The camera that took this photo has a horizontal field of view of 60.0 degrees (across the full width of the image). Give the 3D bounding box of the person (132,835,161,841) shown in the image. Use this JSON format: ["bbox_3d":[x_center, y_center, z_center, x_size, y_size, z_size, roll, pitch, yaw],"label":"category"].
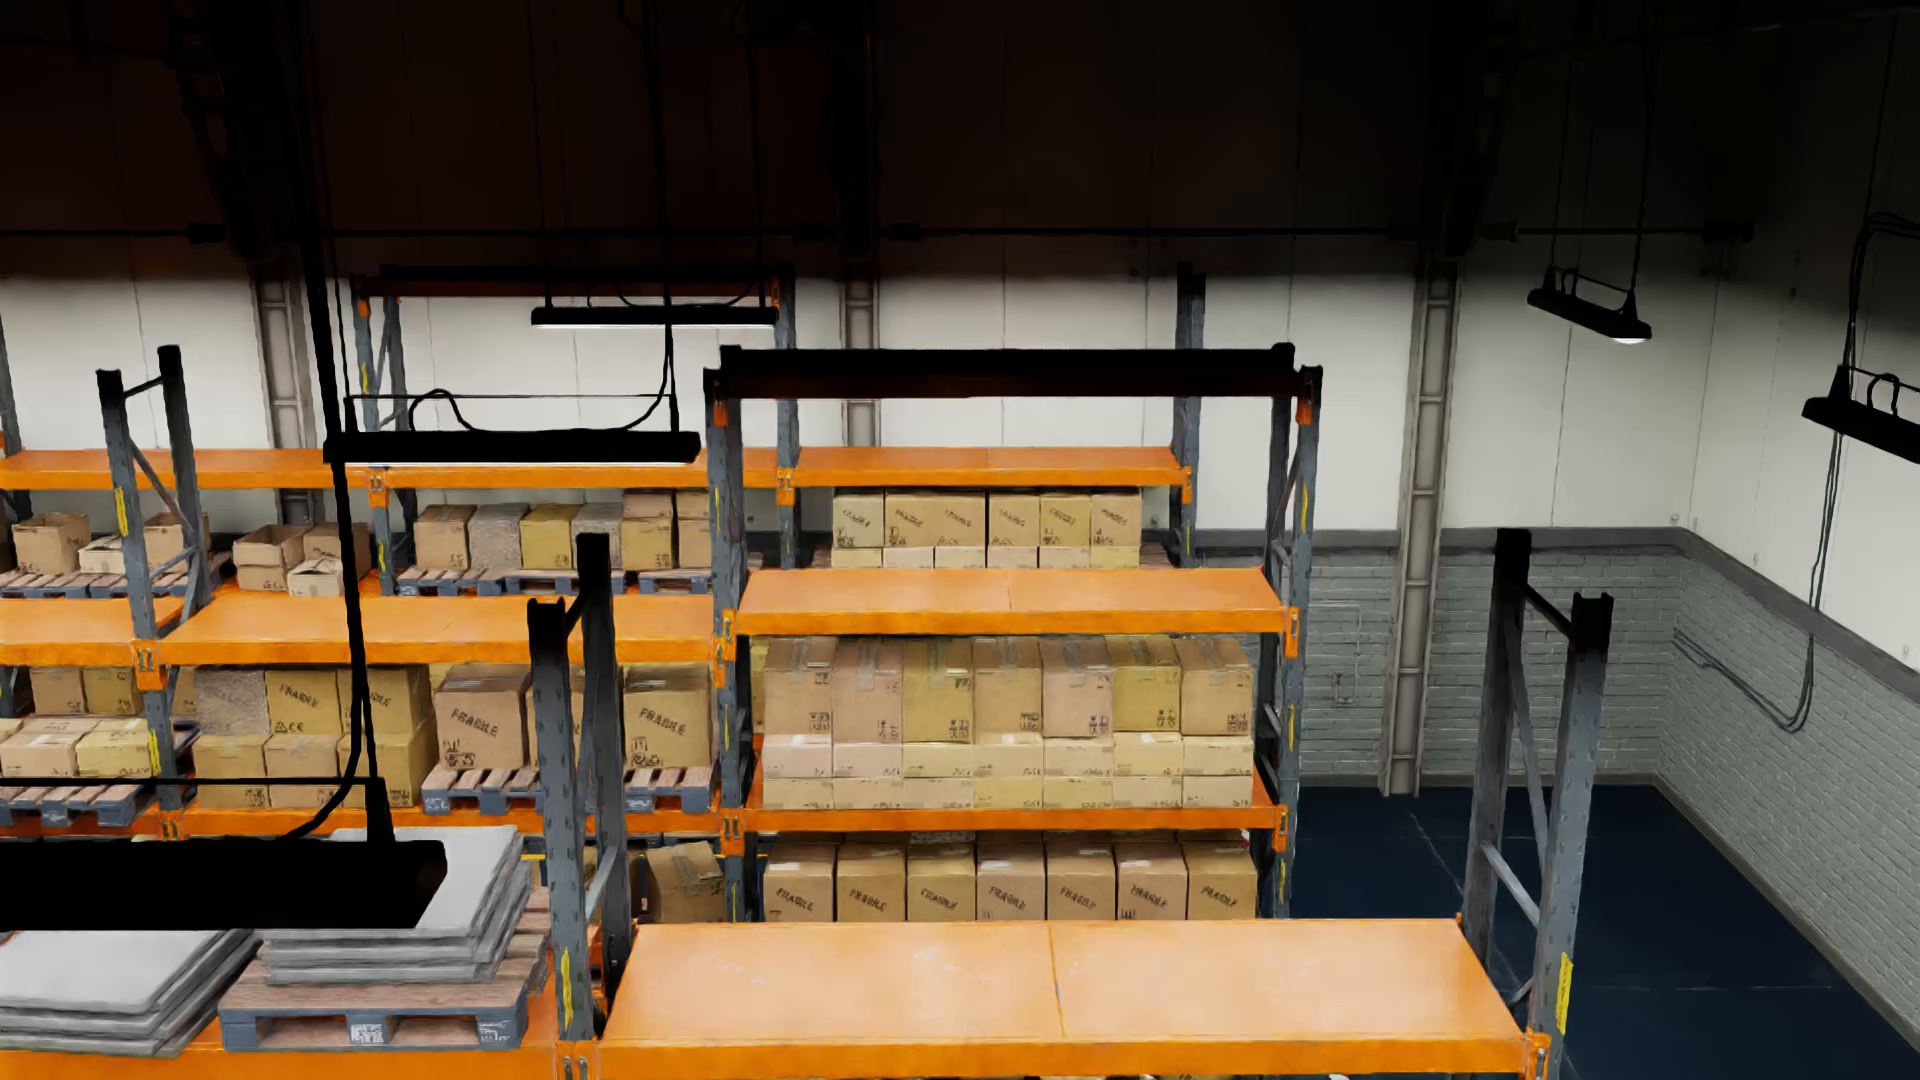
[{"bbox_3d":[-7.060,3.122,14.804,0.499,1.677,0.432,-9,19,-29],"label":"person"}]
